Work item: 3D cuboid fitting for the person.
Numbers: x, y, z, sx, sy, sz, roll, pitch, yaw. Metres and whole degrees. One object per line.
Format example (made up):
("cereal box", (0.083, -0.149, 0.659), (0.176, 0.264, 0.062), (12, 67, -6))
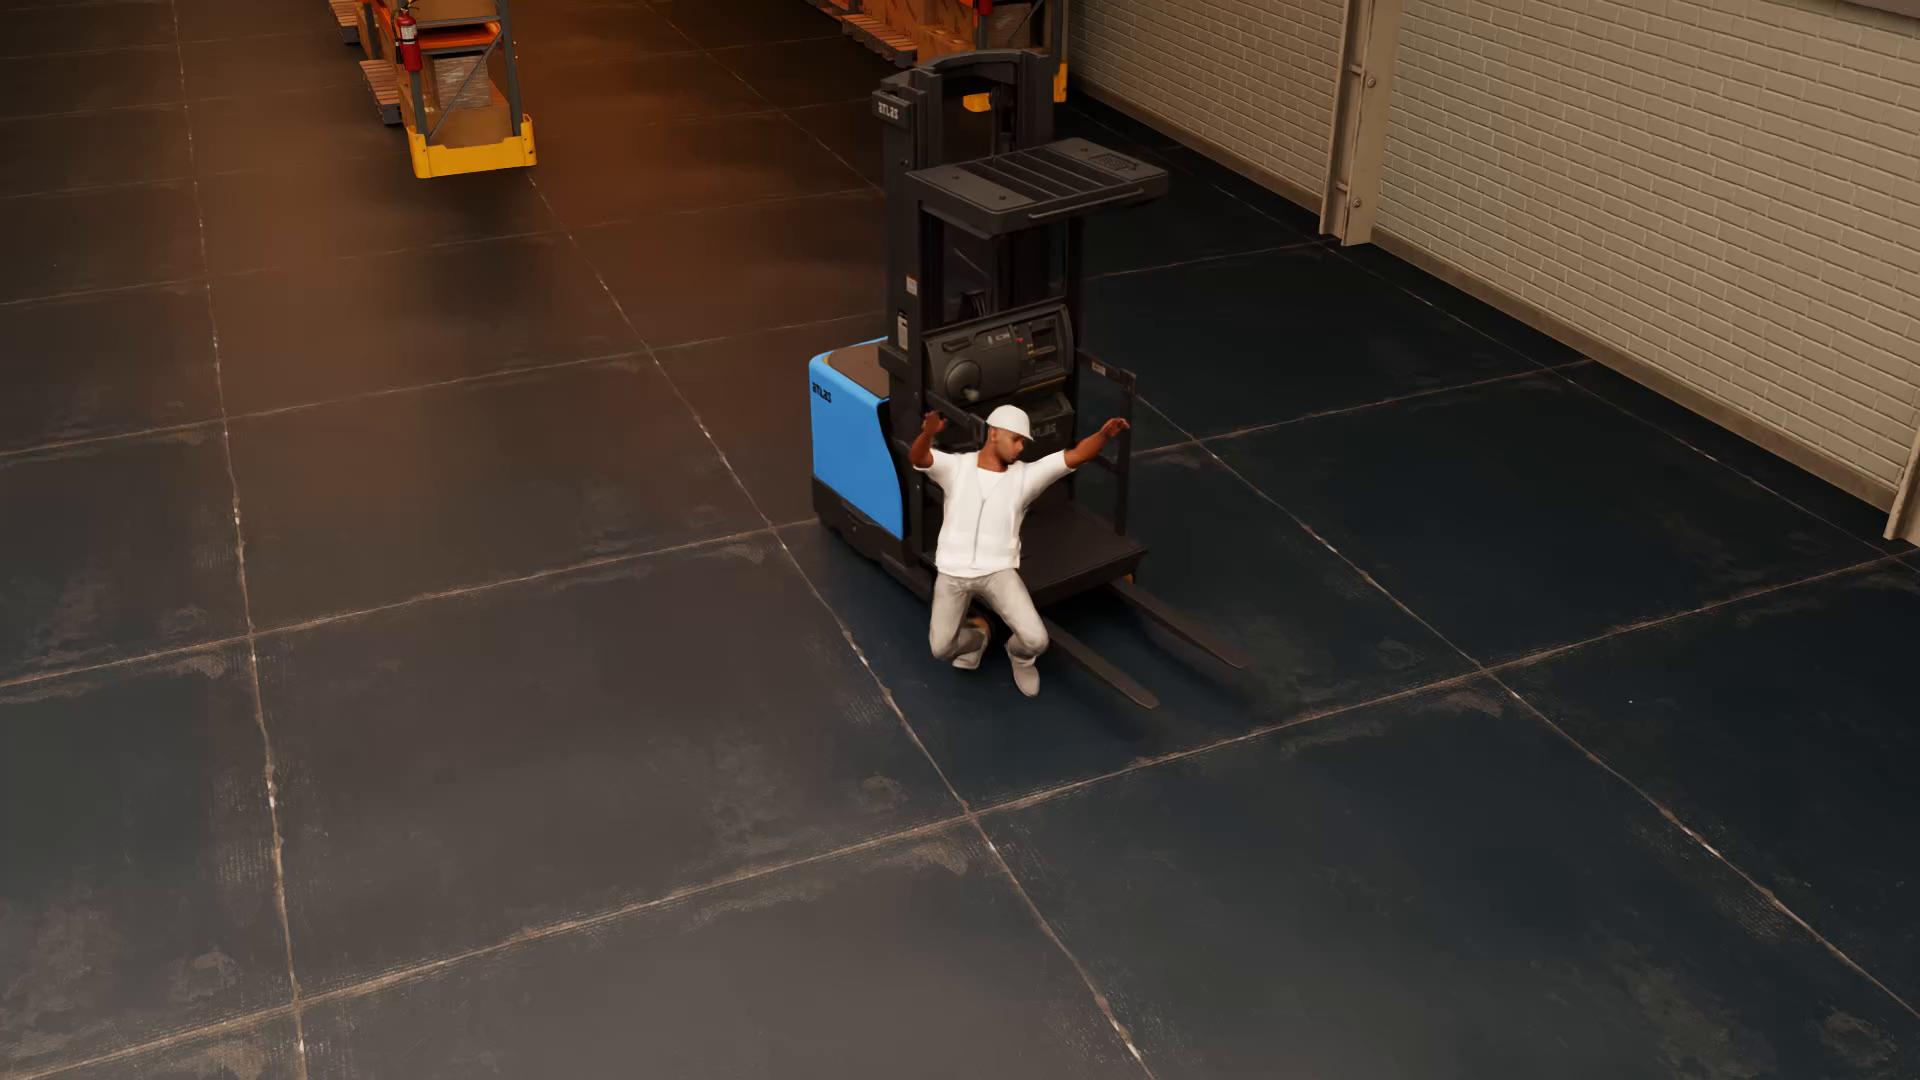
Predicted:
("person", (0.282, -0.016, 8.350), (1.080, 1.557, 0.811), (4, 30, 7))

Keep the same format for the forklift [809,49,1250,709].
("forklift", (0.345, -0.960, 8.799), (1.130, 2.935, 3.031), (-19, 35, -30))
